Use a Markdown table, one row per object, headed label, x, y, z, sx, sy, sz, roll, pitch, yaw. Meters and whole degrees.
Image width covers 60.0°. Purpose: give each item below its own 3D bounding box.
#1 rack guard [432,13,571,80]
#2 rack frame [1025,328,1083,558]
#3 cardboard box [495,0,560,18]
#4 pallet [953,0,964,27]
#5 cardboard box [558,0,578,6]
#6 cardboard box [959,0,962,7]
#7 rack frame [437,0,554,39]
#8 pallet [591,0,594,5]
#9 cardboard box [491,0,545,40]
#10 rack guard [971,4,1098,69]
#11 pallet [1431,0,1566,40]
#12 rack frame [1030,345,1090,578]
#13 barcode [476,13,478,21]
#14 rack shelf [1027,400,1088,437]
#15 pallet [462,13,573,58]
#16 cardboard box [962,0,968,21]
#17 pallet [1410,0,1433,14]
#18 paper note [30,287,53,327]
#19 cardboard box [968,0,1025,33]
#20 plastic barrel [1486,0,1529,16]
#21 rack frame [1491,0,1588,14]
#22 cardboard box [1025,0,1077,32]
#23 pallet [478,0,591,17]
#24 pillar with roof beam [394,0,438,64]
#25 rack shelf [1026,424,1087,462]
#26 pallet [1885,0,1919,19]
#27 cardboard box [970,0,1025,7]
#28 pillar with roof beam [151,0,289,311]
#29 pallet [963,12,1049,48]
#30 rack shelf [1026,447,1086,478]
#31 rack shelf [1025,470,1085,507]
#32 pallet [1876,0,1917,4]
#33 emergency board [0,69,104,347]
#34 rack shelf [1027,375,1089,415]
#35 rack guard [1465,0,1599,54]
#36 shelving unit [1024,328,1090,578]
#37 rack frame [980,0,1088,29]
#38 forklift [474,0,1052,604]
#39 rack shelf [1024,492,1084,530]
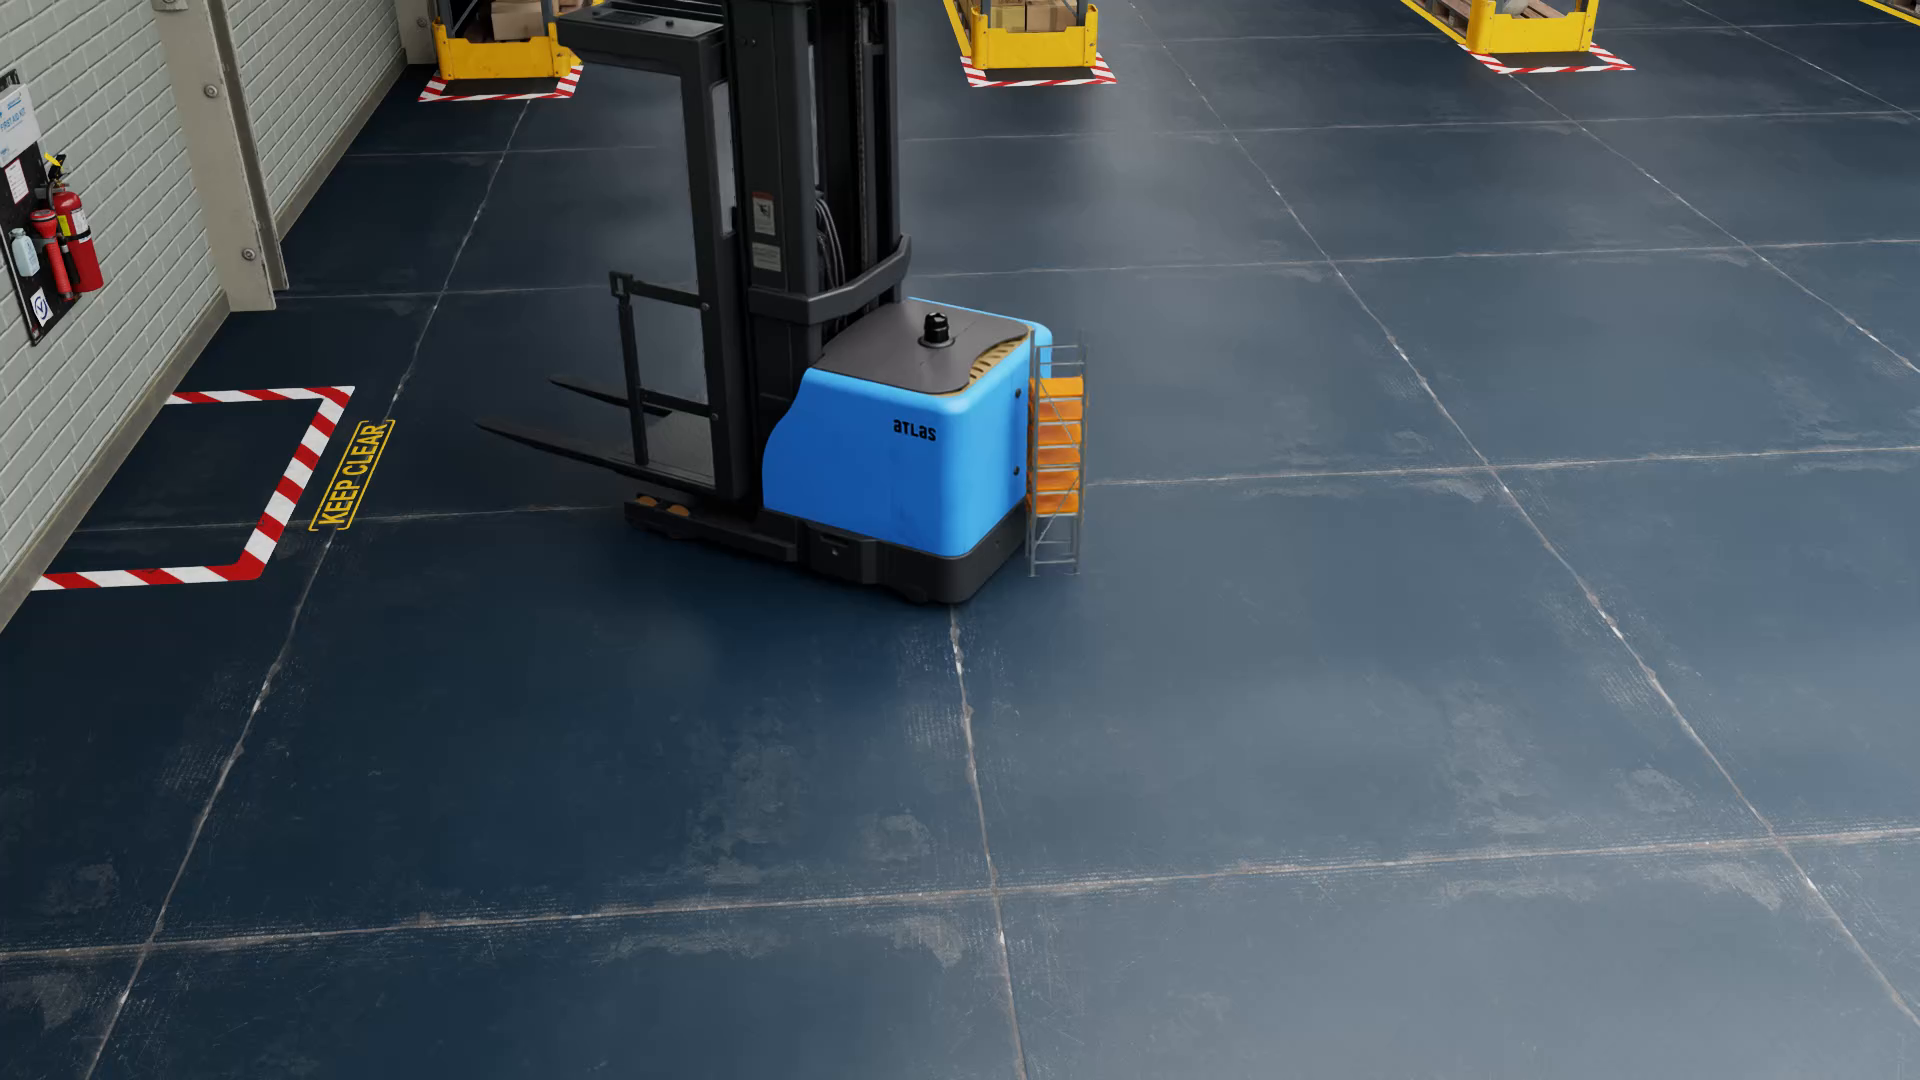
| label | x | y | z | sx | sy | sz | roll | pitch | yaw |
| --- | --- | --- | --- | --- | --- | --- | --- | --- | --- |
| rack guard | -4.242 | -4.581 | 15.432 | 1.175 | 0.500 | 0.348 | -3 | 31 | -5 |
| rack frame | 0.437 | -0.436 | 7.809 | 0.240 | 1.200 | 0.006 | -3 | 31 | -5 |
| cardboard box | -4.264 | -5.299 | 16.389 | 0.500 | 0.311 | 0.500 | 0 | 31 | 0 |
| pallet | 0.472 | -5.667 | 17.532 | 1.003 | 0.211 | 1.213 | -3 | 31 | -5 |
| cardboard box | -4.282 | -5.757 | 16.971 | 0.700 | 0.500 | 0.500 | -5 | 31 | -8 |
| cardboard box | 0.245 | -5.624 | 17.012 | 0.500 | 0.250 | 0.500 | -3 | 31 | -5 |
| rack frame | -4.235 | -5.615 | 14.726 | 1.000 | 3.000 | 0.127 | -3 | 31 | -5 |
| pallet | -4.511 | -6.119 | 18.289 | 1.003 | 0.211 | 1.213 | -3 | 31 | -5 |
| cardboard box | -4.210 | -5.007 | 15.901 | 0.500 | 0.311 | 0.500 | -6 | 31 | -10 |
| rack guard | 0.699 | -4.769 | 15.747 | 1.175 | 0.500 | 0.348 | -3 | 31 | -5 |
| pallet | 5.504 | -5.344 | 16.992 | 1.003 | 0.211 | 1.213 | -3 | 31 | -5 |
| rack frame | 0.454 | -0.342 | 7.653 | 0.240 | 1.200 | 0.006 | -3 | 31 | -5 |
| barcode | -4.610 | -5.002 | 15.882 | 0.001 | 0.075 | 0.075 | -3 | 31 | -5 |
| rack shelf | 0.445 | -0.557 | 7.631 | 0.258 | 0.103 | 0.180 | -3 | 31 | -5 |
| pallet | -4.283 | -4.874 | 16.203 | 1.003 | 0.211 | 1.213 | -3 | 31 | -5 |
| cardboard box | 0.293 | -5.369 | 16.585 | 0.500 | 0.250 | 0.500 | -3 | 31 | -5 |
| pallet | 5.393 | -5.966 | 18.032 | 1.003 | 0.211 | 1.213 | -3 | 31 | -5 |
| paper note | -4.461 | -1.133 | 8.080 | 0.016 | 0.148 | 0.142 | -3 | 31 | -5 |
| cardboard box | 0.352 | -5.114 | 16.159 | 0.500 | 0.250 | 0.500 | -3 | 31 | -5 |
| plastic barrel | 5.491 | -5.535 | 16.607 | 0.421 | 0.512 | 0.421 | 0 | 31 | 0 |
| rack frame | 5.628 | -6.090 | 15.521 | 1.000 | 3.000 | 0.127 | -3 | 31 | -5 |
| cardboard box | 0.868 | -5.139 | 16.200 | 0.500 | 0.250 | 0.500 | -3 | 31 | -5 |
| pallet | -4.394 | -5.495 | 17.244 | 1.003 | 0.211 | 1.213 | -3 | 31 | -5 |
| pillar with roof beam | -0.876 | -8.713 | 14.062 | 9.100 | 9.000 | 0.400 | -3 | 31 | -5 |
| rack shelf | 0.445 | -0.454 | 7.692 | 0.258 | 0.103 | 0.180 | -3 | 31 | -5 |
| pallet | 10.512 | -5.585 | 17.395 | 1.003 | 0.211 | 1.213 | -3 | 31 | -5 |
| cardboard box | 0.350 | -5.436 | 15.966 | 0.500 | 0.500 | 0.500 | -3 | 31 | -5 |
| pillar with roof beam | -0.315 | -5.650 | 8.933 | 9.100 | 9.000 | 0.400 | -3 | 31 | -5 |
| pallet | 0.583 | -5.046 | 16.492 | 1.003 | 0.211 | 1.213 | -3 | 31 | -5 |
| rack shelf | 0.445 | -0.351 | 7.754 | 0.258 | 0.103 | 0.180 | -3 | 31 | -5 |
| rack shelf | 0.445 | -0.248 | 7.815 | 0.258 | 0.103 | 0.180 | -3 | 31 | -5 |
| pallet | 10.401 | -6.207 | 18.436 | 1.003 | 0.211 | 1.213 | -3 | 31 | -5 |
| emergency board | -4.408 | -1.605 | 8.011 | 0.194 | 1.169 | 0.643 | -3 | 31 | -5 |
| rack shelf | 0.445 | -0.660 | 7.569 | 0.258 | 0.103 | 0.180 | -3 | 31 | -5 |
| rack guard | 5.574 | -5.053 | 16.223 | 1.175 | 0.500 | 0.348 | -3 | 31 | -5 |
| shelving unit | 0.445 | -0.389 | 7.731 | 0.258 | 1.200 | 0.189 | -3 | 31 | -5 |
| rack frame | 0.696 | -5.855 | 15.127 | 1.000 | 3.000 | 0.127 | -3 | 31 | -5 |
| forklift | -1.098 | -1.486 | 7.879 | 3.031 | 2.935 | 1.130 | 15 | 34 | 23 |
| rack shelf | 0.445 | -0.145 | 7.877 | 0.258 | 0.103 | 0.180 | -3 | 31 | -5 |
